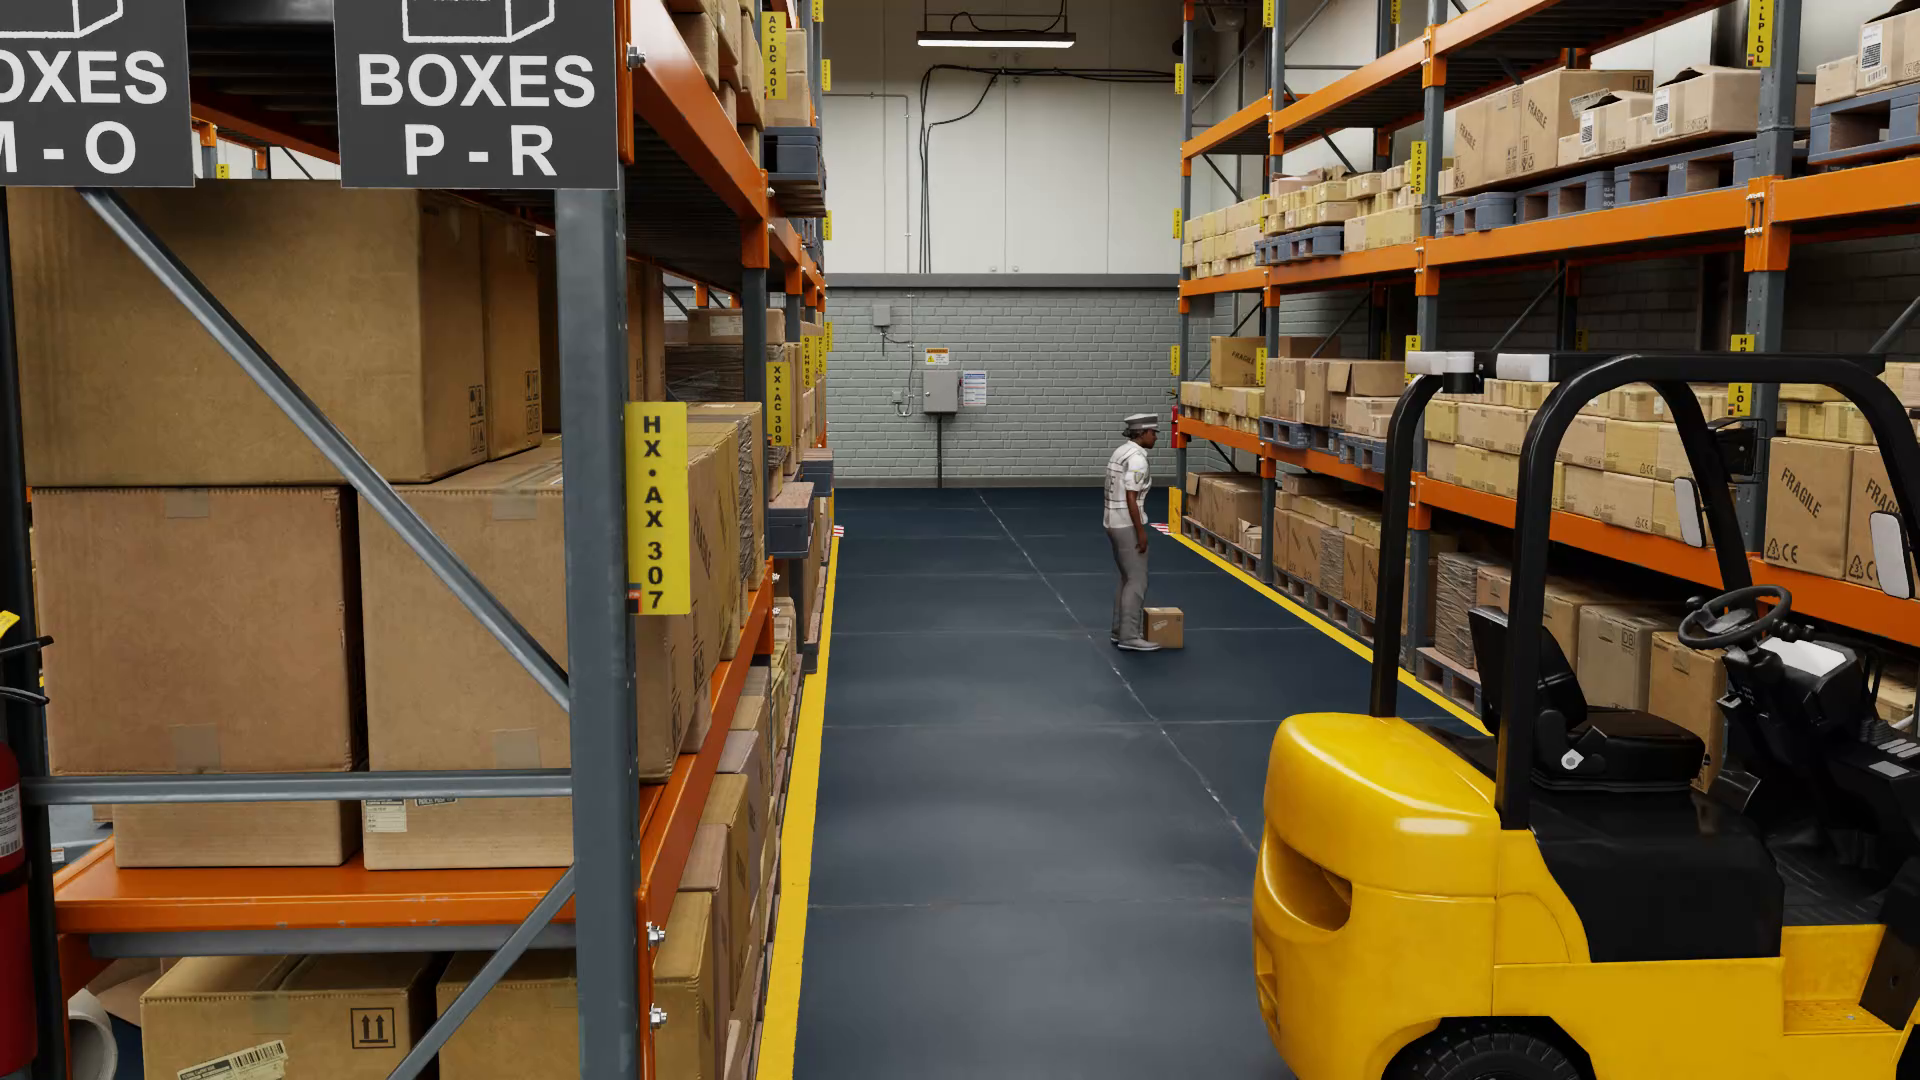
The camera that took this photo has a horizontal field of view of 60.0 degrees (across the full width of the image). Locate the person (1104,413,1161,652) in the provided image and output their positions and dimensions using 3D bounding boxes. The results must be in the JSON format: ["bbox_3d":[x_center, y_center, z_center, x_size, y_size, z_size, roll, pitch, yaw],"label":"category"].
[{"bbox_3d":[1.223,-0.066,11.802,0.393,1.658,0.507,0,7,-4],"label":"person"}]
